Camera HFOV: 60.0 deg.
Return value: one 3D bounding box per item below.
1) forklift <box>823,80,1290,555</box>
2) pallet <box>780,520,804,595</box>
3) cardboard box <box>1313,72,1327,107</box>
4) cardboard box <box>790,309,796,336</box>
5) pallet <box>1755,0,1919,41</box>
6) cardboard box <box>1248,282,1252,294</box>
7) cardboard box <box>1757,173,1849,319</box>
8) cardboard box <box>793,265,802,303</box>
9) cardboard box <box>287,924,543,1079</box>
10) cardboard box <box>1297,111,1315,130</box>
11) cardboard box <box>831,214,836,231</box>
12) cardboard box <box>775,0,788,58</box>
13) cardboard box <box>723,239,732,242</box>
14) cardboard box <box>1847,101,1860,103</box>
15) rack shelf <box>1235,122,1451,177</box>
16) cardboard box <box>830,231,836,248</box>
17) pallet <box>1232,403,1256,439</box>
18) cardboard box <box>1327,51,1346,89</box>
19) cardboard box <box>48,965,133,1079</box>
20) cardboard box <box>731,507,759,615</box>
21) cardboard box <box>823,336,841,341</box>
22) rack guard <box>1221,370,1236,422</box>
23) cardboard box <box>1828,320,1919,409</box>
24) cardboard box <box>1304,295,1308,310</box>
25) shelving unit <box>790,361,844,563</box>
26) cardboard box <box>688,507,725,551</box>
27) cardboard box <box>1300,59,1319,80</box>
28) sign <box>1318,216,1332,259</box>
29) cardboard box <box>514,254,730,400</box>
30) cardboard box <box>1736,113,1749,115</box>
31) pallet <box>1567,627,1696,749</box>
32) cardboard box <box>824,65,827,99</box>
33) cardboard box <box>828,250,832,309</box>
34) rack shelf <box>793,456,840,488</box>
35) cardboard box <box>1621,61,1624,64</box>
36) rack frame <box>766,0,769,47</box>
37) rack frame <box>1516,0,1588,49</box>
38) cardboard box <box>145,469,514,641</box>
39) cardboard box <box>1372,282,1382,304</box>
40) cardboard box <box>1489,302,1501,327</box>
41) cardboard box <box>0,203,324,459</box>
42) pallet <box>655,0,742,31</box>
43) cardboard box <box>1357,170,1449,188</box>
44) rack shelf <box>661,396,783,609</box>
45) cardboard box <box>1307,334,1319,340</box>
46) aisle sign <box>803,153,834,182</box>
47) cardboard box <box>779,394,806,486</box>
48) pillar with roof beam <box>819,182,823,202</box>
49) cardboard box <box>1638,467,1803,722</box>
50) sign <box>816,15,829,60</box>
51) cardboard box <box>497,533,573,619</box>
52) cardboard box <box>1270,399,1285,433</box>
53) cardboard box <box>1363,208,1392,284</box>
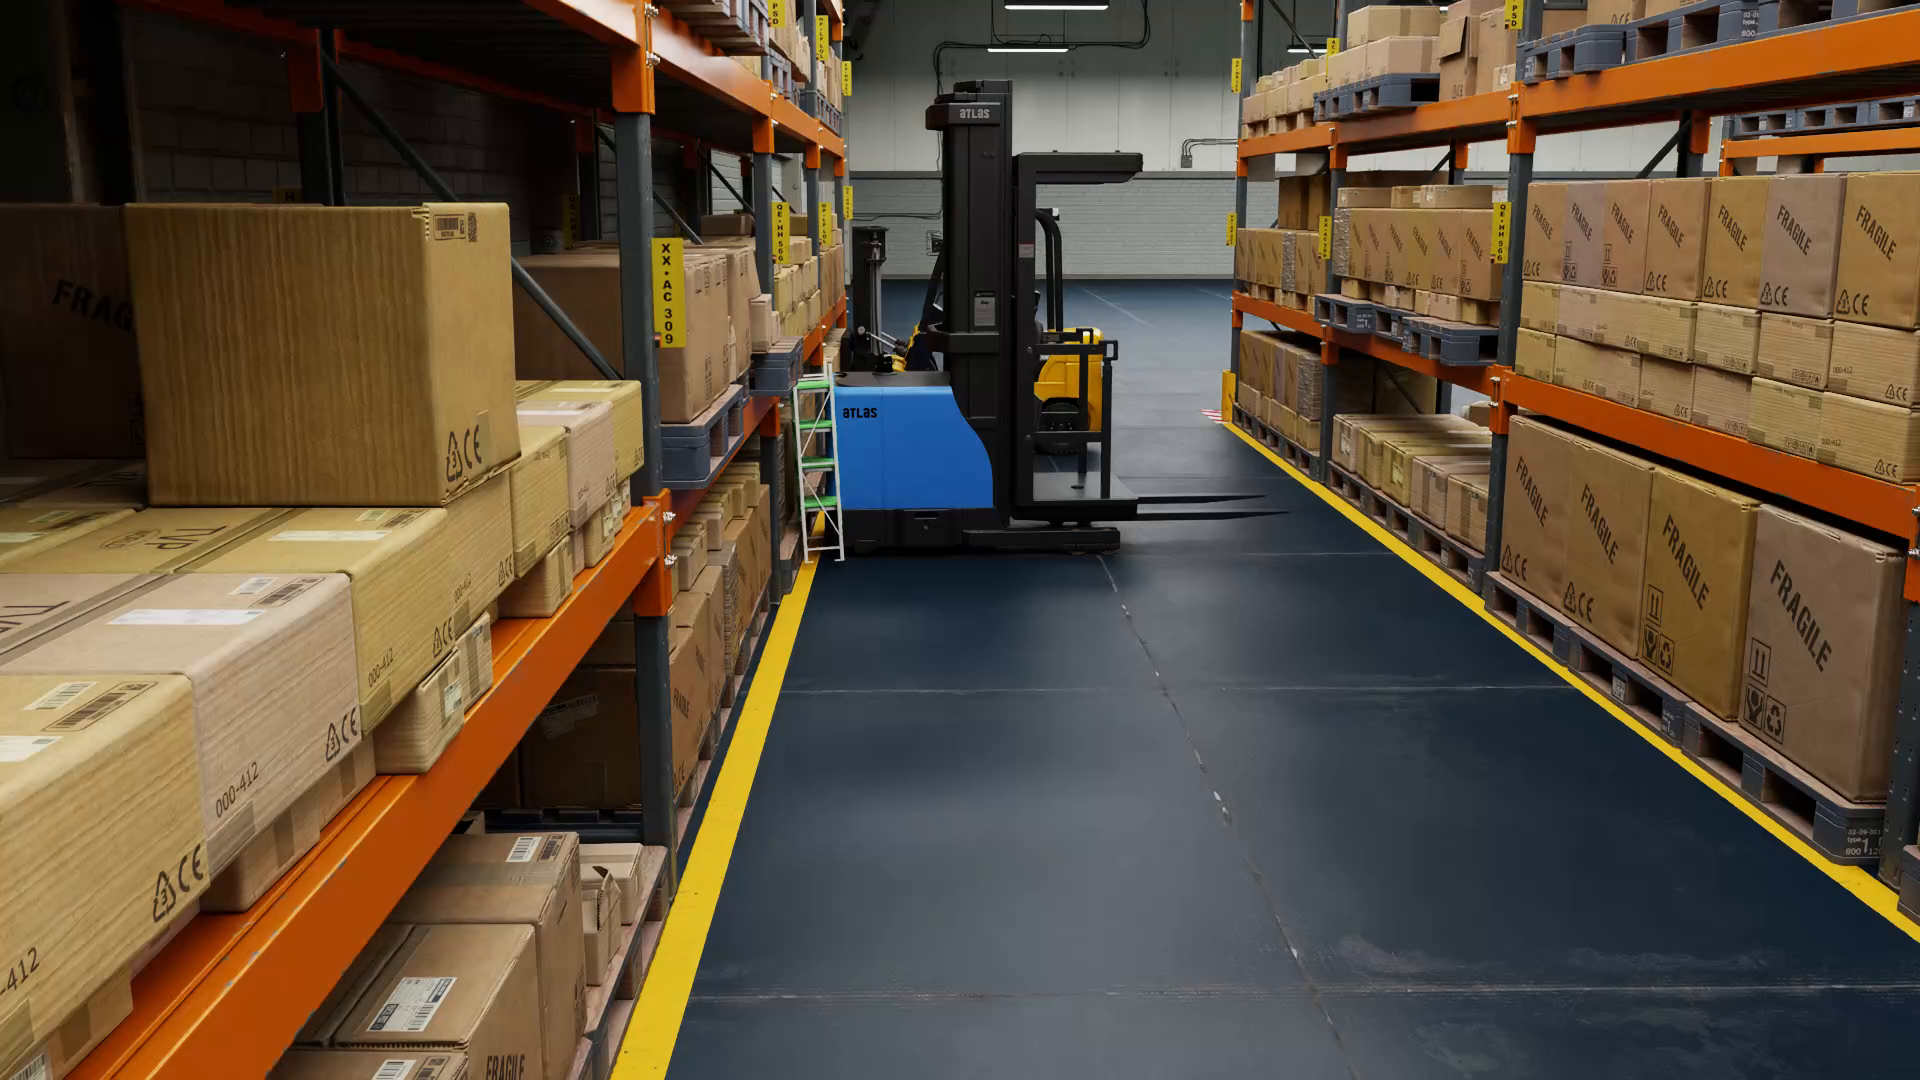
[{"bbox_3d":[0.621,-1.446,10.814,3.031,2.935,1.130,-1,12,-4],"label":"forklift"},{"bbox_3d":[-1.481,0.093,10.068,1.003,0.211,1.213,0,11,-1],"label":"pallet"},{"bbox_3d":[3.098,-3.555,13.122,0.500,0.250,0.500,0,11,-2],"label":"cardboard box"},{"bbox_3d":[-1.291,-1.327,10.435,0.500,0.250,0.500,-1,11,-3],"label":"cardboard box"},{"bbox_3d":[3.474,-1.894,5.786,0.805,0.209,1.217,-1,11,-3],"label":"pallet"},{"bbox_3d":[3.094,-2.529,16.614,0.380,0.149,0.250,0,11,-1],"label":"cardboard box"},{"bbox_3d":[3.264,-1.065,5.998,0.500,0.500,0.500,0,11,0],"label":"cardboard box"},{"bbox_3d":[-1.306,-1.675,10.892,0.500,0.250,0.500,0,11,0],"label":"cardboard box"},{"bbox_3d":[-1.146,1.103,3.311,0.500,0.500,0.500,0,11,0],"label":"cardboard box"},{"bbox_3d":[3.058,-3.539,14.045,0.380,0.149,0.250,0,11,0],"label":"cardboard box"},{"bbox_3d":[-1.324,-2.889,15.122,0.380,0.149,0.250,0,11,0],"label":"cardboard box"},{"bbox_3d":[-1.385,-3.128,9.830,0.700,0.500,0.500,0,11,-2],"label":"cardboard box"},{"bbox_3d":[-1.810,-2.047,11.720,0.380,0.149,0.250,0,11,-2],"label":"cardboard box"},{"bbox_3d":[7.968,-3.892,14.479,0.380,0.149,0.250,0,11,-2],"label":"cardboard box"},{"bbox_3d":[3.335,-3.441,14.739,1.077,0.370,4.000,0,11,-1],"label":"rack shelf"},{"bbox_3d":[-1.330,-2.744,15.157,0.380,0.149,0.250,0,11,-1],"label":"cardboard box"},{"bbox_3d":[3.277,-1.177,16.332,1.003,0.211,1.213,0,11,-1],"label":"pallet"},{"bbox_3d":[2.988,-3.410,12.101,0.500,0.250,0.500,-1,11,-3],"label":"cardboard box"},{"bbox_3d":[-1.122,0.487,1.745,0.380,0.149,0.250,0,11,0],"label":"cardboard box"},{"bbox_3d":[-1.280,0.093,8.289,0.500,0.500,0.500,0,11,-2],"label":"cardboard box"},{"bbox_3d":[-1.310,-1.756,15.514,0.500,0.250,0.500,0,11,0],"label":"cardboard box"},{"bbox_3d":[3.296,-1.481,17.100,1.175,0.500,0.348,0,11,-1],"label":"rack guard"},{"bbox_3d":[3.290,-0.593,5.560,0.500,0.250,0.500,0,11,-1],"label":"cardboard box"},{"bbox_3d":[3.135,-2.016,14.086,0.380,0.149,0.250,0,11,-2],"label":"cardboard box"},{"bbox_3d":[-0.895,-0.494,10.325,0.258,1.200,0.503,-4,9,-8],"label":"shelving unit"},{"bbox_3d":[-1.241,-0.047,7.347,0.380,0.149,0.250,-1,11,-4],"label":"cardboard box"},{"bbox_3d":[3.017,-3.880,13.721,0.380,0.149,0.250,0,11,1],"label":"cardboard box"},{"bbox_3d":[2.834,-2.346,12.902,0.100,0.325,0.005,0,11,-1],"label":"sign"},{"bbox_3d":[-1.218,-0.769,5.998,0.700,0.500,0.500,0,11,-1],"label":"cardboard box"},{"bbox_3d":[7.927,-4.293,16.458,0.380,0.149,0.250,0,11,-1],"label":"cardboard box"},{"bbox_3d":[3.422,0.635,7.398,1.003,0.211,1.213,0,11,-1],"label":"pallet"},{"bbox_3d":[-1.313,-3.860,14.026,0.396,0.266,0.258,-1,11,-2],"label":"cardboard box"},{"bbox_3d":[-1.373,-2.247,14.338,0.500,0.500,0.500,0,11,-2],"label":"cardboard box"},{"bbox_3d":[-0.892,-0.430,10.334,0.258,0.148,0.480,-4,9,-8],"label":"rack shelf"},{"bbox_3d":[3.623,-2.541,9.126,0.380,0.149,0.250,0,11,-1],"label":"cardboard box"},{"bbox_3d":[-1.503,-4.049,8.386,1.000,3.000,0.127,0,11,-1],"label":"rack frame"},{"bbox_3d":[3.459,-4.071,8.491,1.000,3.000,0.127,0,11,-1],"label":"rack frame"},{"bbox_3d":[-1.134,0.015,3.071,0.500,0.250,0.500,-1,11,-3],"label":"cardboard box"},{"bbox_3d":[3.114,-1.740,11.668,0.380,0.149,0.250,0,11,0],"label":"cardboard box"},{"bbox_3d":[3.217,-1.277,9.387,0.380,0.149,0.250,0,11,1],"label":"cardboard box"},{"bbox_3d":[-1.656,-0.457,3.510,0.500,0.500,0.500,-1,11,-3],"label":"cardboard box"},{"bbox_3d":[-1.364,-1.822,5.424,1.213,0.211,1.003,0,11,-1],"label":"pallet"},{"bbox_3d":[3.584,-2.699,13.303,0.700,0.500,0.500,0,11,-2],"label":"cardboard box"},{"bbox_3d":[-1.462,-0.359,7.095,1.077,0.370,4.000,0,11,-1],"label":"rack shelf"},{"bbox_3d":[3.585,-1.685,15.792,0.500,0.500,0.500,0,11,1],"label":"cardboard box"},{"bbox_3d":[-1.376,-3.988,16.633,0.394,0.787,0.004,0,11,-1],"label":"aisle sign"},{"bbox_3d":[-1.556,-0.689,11.825,0.875,0.625,0.625,0,11,-2],"label":"cardboard box"},{"bbox_3d":[1.377,-9.093,33.249,9.100,9.000,0.548,0,11,-1],"label":"pillar with roof beam"},{"bbox_3d":[3.423,0.198,6.828,0.875,0.875,0.875,0,11,0],"label":"cardboard box"},{"bbox_3d":[-1.044,-3.786,12.542,0.100,0.325,0.005,0,11,-1],"label":"sign"},{"bbox_3d":[-1.093,0.077,3.765,0.380,0.149,0.250,0,11,-2],"label":"cardboard box"},{"bbox_3d":[3.069,-1.107,14.832,0.500,0.250,0.500,0,11,0],"label":"cardboard box"},{"bbox_3d":[3.107,-2.034,11.484,0.500,0.500,0.500,0,11,-1],"label":"cardboard box"}]
